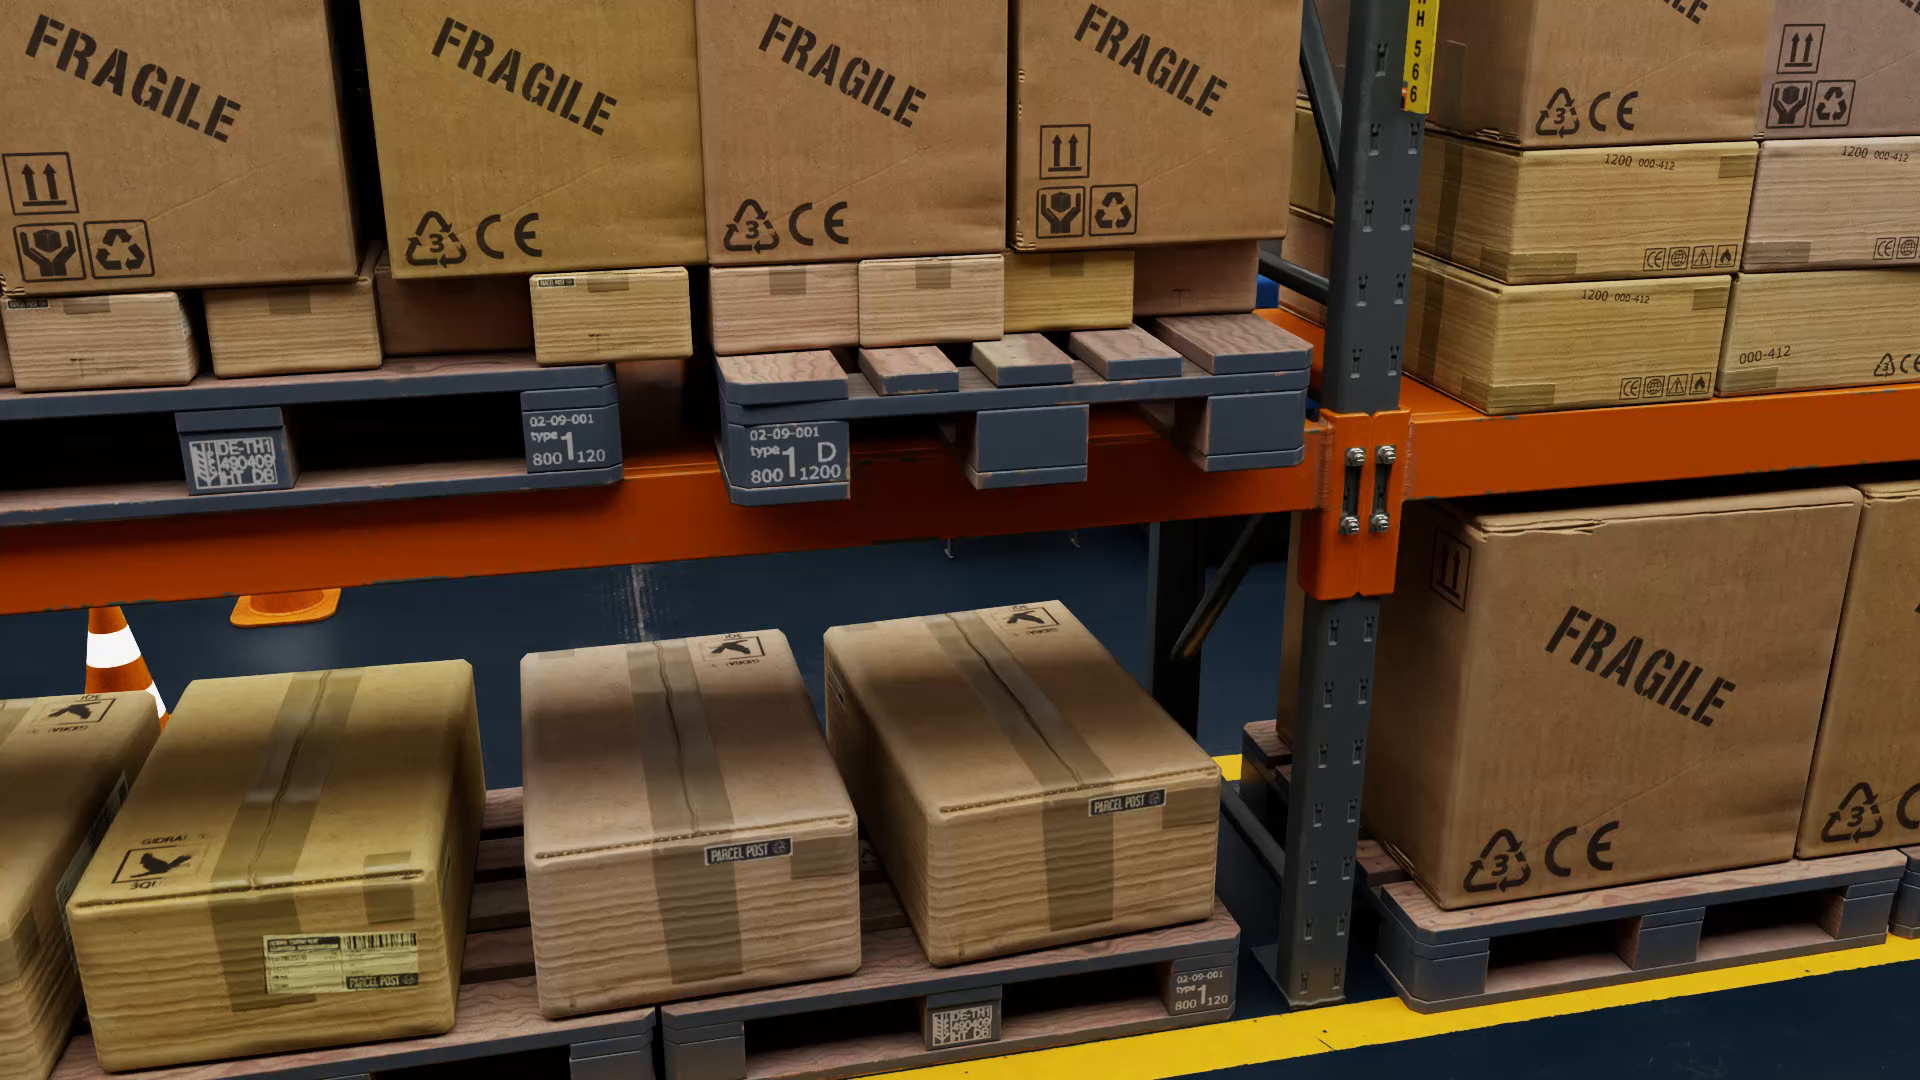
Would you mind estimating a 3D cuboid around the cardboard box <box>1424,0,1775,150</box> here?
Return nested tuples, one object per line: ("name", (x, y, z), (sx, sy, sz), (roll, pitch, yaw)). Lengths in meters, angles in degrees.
("cardboard box", (1.190, -1.045, 3.207), (0.500, 0.500, 0.500), (-5, 21, -14))

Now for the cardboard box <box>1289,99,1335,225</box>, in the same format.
("cardboard box", (1.067, -0.859, 3.790), (0.500, 0.250, 0.500), (-5, 21, -13))

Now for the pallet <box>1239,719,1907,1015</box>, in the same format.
("pallet", (1.438, 0.701, 4.094), (1.213, 0.211, 1.003), (-5, 21, -12))

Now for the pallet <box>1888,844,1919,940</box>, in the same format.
("pallet", (2.623, 0.605, 4.355), (1.213, 0.211, 1.003), (-5, 21, -12))

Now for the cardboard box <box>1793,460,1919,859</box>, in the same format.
("cardboard box", (2.214, 0.133, 4.069), (0.875, 0.875, 0.875), (-4, 21, -12))

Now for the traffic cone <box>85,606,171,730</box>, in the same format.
("traffic cone", (-2.354, 0.370, 4.633), (0.334, 0.463, 0.336), (-5, 21, -12))

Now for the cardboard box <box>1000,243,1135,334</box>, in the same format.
("cardboard box", (0.145, -0.500, 3.074), (0.250, 0.149, 0.380), (-4, 21, -12))

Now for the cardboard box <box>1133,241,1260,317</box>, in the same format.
("cardboard box", (0.389, -0.546, 3.198), (0.250, 0.149, 0.380), (-4, 20, -10))

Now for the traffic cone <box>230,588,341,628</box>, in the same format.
("traffic cone", (-2.302, 0.012, 5.609), (0.334, 0.463, 0.336), (-5, 21, -12))

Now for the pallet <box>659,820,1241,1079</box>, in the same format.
("pallet", (-0.107, 0.799, 3.825), (1.213, 0.211, 1.003), (-5, 21, -12))

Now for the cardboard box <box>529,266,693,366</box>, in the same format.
("cardboard box", (-0.602, -0.422, 2.860), (0.250, 0.149, 0.380), (-4, 21, -12))

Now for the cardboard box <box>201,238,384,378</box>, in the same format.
("cardboard box", (-1.101, -0.397, 2.791), (0.250, 0.149, 0.380), (-5, 21, -14))

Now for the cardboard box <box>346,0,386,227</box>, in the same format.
("cardboard box", (-1.347, -0.872, 3.146), (0.500, 0.500, 0.500), (-5, 21, -15))

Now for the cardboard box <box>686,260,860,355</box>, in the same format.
("cardboard box", (-0.337, -0.448, 2.932), (0.250, 0.149, 0.380), (-6, 21, -15))

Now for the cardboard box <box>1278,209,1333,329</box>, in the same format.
("cardboard box", (1.086, -0.628, 3.886), (0.500, 0.250, 0.500), (-5, 21, -14))

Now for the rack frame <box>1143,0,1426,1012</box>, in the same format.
("rack frame", (0.654, -0.571, 3.513), (0.127, 3.000, 1.000), (-5, 21, -12))

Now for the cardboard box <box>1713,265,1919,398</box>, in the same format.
("cardboard box", (1.684, -0.502, 3.542), (0.500, 0.250, 0.500), (-5, 21, -14))

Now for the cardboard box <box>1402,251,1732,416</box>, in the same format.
("cardboard box", (1.188, -0.455, 3.415), (0.500, 0.250, 0.500), (-5, 21, -13))

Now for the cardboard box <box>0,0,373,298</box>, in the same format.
("cardboard box", (-1.247, -0.698, 2.672), (0.500, 0.500, 0.500), (-6, 21, -15))

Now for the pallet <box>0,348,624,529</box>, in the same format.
("pallet", (-1.263, -0.311, 3.081), (1.213, 0.211, 1.003), (-5, 21, -12))

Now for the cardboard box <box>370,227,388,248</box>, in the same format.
("cardboard box", (-1.020, -0.574, 3.276), (0.250, 0.149, 0.380), (-4, 20, -10))

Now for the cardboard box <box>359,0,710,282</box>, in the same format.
("cardboard box", (-0.716, -0.741, 2.789), (0.500, 0.500, 0.500), (-6, 21, -16))

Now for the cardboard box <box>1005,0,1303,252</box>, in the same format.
("cardboard box", (0.275, -0.826, 3.020), (0.500, 0.500, 0.500), (-5, 21, -14))

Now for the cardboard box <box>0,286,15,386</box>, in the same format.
("cardboard box", (-1.624, -0.362, 2.697), (0.250, 0.149, 0.380), (-4, 21, -12))

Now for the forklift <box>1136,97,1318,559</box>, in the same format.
("forklift", (2.071, -1.572, 6.344), (3.031, 2.935, 1.130), (-5, 21, -14))

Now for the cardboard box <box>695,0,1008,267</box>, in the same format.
("cardboard box", (-0.225, -0.782, 2.899), (0.500, 0.500, 0.500), (-5, 21, -13))

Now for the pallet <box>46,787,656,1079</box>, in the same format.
("pallet", (-1.292, 0.895, 3.565), (1.213, 0.211, 1.003), (-5, 21, -12))

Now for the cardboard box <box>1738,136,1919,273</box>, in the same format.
("cardboard box", (1.707, -0.734, 3.448), (0.500, 0.250, 0.500), (-4, 21, -11))

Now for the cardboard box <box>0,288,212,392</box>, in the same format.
("cardboard box", (-1.353, -0.366, 2.707), (0.250, 0.149, 0.380), (-4, 20, -10))

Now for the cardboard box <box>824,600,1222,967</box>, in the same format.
("cardboard box", (0.102, 0.507, 3.780), (0.625, 0.372, 0.950), (-6, 21, -16))

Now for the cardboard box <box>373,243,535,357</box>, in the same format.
("cardboard box", (-0.875, -0.444, 2.921), (0.250, 0.149, 0.380), (-4, 21, -12))

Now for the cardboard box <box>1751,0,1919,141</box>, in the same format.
("cardboard box", (1.671, -1.087, 3.323), (0.500, 0.500, 0.500), (-5, 21, -12))

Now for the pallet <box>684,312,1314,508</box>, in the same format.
("pallet", (-0.015, -0.389, 3.295), (1.003, 0.211, 1.213), (-5, 21, -12))

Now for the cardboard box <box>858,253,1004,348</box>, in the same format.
("cardboard box", (-0.090, -0.465, 2.979), (0.250, 0.149, 0.380), (-5, 21, -13))

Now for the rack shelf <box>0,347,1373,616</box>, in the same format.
("rack shelf", (-1.292, -0.075, 3.205), (4.000, 0.370, 1.077), (-5, 21, -12))

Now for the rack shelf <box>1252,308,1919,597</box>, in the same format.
("rack shelf", (2.600, -0.392, 4.069), (4.000, 0.370, 1.077), (-5, 21, -12))

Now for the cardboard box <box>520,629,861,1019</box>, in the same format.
("cardboard box", (-0.615, 0.568, 3.613), (0.625, 0.372, 0.950), (-5, 21, -14))

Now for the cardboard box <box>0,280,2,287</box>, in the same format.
("cardboard box", (-1.745, -0.654, 2.551), (0.500, 0.500, 0.500), (-5, 21, -13))

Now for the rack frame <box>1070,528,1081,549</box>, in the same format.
("rack frame", (0.399, -1.018, 6.042), (0.015, 2.100, 0.400), (-5, 21, -12))

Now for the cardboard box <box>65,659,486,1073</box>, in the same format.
("cardboard box", (-1.354, 0.626, 3.455), (0.625, 0.372, 0.950), (-4, 20, -11))

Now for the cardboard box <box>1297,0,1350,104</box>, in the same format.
("cardboard box", (1.097, -1.216, 3.675), (0.500, 0.500, 0.500), (-5, 21, -14))

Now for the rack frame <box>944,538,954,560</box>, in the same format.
("rack frame", (-0.076, -0.980, 5.936), (0.015, 2.100, 0.400), (-5, 21, -12))

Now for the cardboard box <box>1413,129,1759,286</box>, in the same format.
("cardboard box", (1.204, -0.693, 3.337), (0.500, 0.250, 0.500), (-5, 21, -13))

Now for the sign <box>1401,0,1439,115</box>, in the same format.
("sign", (0.788, -0.897, 2.834), (0.005, 0.325, 0.100), (-5, 21, -12))

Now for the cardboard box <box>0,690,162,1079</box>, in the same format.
("cardboard box", (-2.030, 0.682, 3.303), (0.625, 0.372, 0.950), (-3, 20, -9))

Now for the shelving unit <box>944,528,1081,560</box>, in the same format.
("shelving unit", (0.161, -0.999, 5.989), (0.503, 2.100, 0.431), (-5, 21, -12))

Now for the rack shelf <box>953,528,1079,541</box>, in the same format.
("rack shelf", (0.161, -0.329, 6.235), (0.480, 0.518, 0.431), (-5, 21, -12))

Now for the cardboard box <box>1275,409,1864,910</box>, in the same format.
("cardboard box", (1.345, 0.202, 3.880), (0.875, 0.875, 0.875), (-5, 21, -13))
